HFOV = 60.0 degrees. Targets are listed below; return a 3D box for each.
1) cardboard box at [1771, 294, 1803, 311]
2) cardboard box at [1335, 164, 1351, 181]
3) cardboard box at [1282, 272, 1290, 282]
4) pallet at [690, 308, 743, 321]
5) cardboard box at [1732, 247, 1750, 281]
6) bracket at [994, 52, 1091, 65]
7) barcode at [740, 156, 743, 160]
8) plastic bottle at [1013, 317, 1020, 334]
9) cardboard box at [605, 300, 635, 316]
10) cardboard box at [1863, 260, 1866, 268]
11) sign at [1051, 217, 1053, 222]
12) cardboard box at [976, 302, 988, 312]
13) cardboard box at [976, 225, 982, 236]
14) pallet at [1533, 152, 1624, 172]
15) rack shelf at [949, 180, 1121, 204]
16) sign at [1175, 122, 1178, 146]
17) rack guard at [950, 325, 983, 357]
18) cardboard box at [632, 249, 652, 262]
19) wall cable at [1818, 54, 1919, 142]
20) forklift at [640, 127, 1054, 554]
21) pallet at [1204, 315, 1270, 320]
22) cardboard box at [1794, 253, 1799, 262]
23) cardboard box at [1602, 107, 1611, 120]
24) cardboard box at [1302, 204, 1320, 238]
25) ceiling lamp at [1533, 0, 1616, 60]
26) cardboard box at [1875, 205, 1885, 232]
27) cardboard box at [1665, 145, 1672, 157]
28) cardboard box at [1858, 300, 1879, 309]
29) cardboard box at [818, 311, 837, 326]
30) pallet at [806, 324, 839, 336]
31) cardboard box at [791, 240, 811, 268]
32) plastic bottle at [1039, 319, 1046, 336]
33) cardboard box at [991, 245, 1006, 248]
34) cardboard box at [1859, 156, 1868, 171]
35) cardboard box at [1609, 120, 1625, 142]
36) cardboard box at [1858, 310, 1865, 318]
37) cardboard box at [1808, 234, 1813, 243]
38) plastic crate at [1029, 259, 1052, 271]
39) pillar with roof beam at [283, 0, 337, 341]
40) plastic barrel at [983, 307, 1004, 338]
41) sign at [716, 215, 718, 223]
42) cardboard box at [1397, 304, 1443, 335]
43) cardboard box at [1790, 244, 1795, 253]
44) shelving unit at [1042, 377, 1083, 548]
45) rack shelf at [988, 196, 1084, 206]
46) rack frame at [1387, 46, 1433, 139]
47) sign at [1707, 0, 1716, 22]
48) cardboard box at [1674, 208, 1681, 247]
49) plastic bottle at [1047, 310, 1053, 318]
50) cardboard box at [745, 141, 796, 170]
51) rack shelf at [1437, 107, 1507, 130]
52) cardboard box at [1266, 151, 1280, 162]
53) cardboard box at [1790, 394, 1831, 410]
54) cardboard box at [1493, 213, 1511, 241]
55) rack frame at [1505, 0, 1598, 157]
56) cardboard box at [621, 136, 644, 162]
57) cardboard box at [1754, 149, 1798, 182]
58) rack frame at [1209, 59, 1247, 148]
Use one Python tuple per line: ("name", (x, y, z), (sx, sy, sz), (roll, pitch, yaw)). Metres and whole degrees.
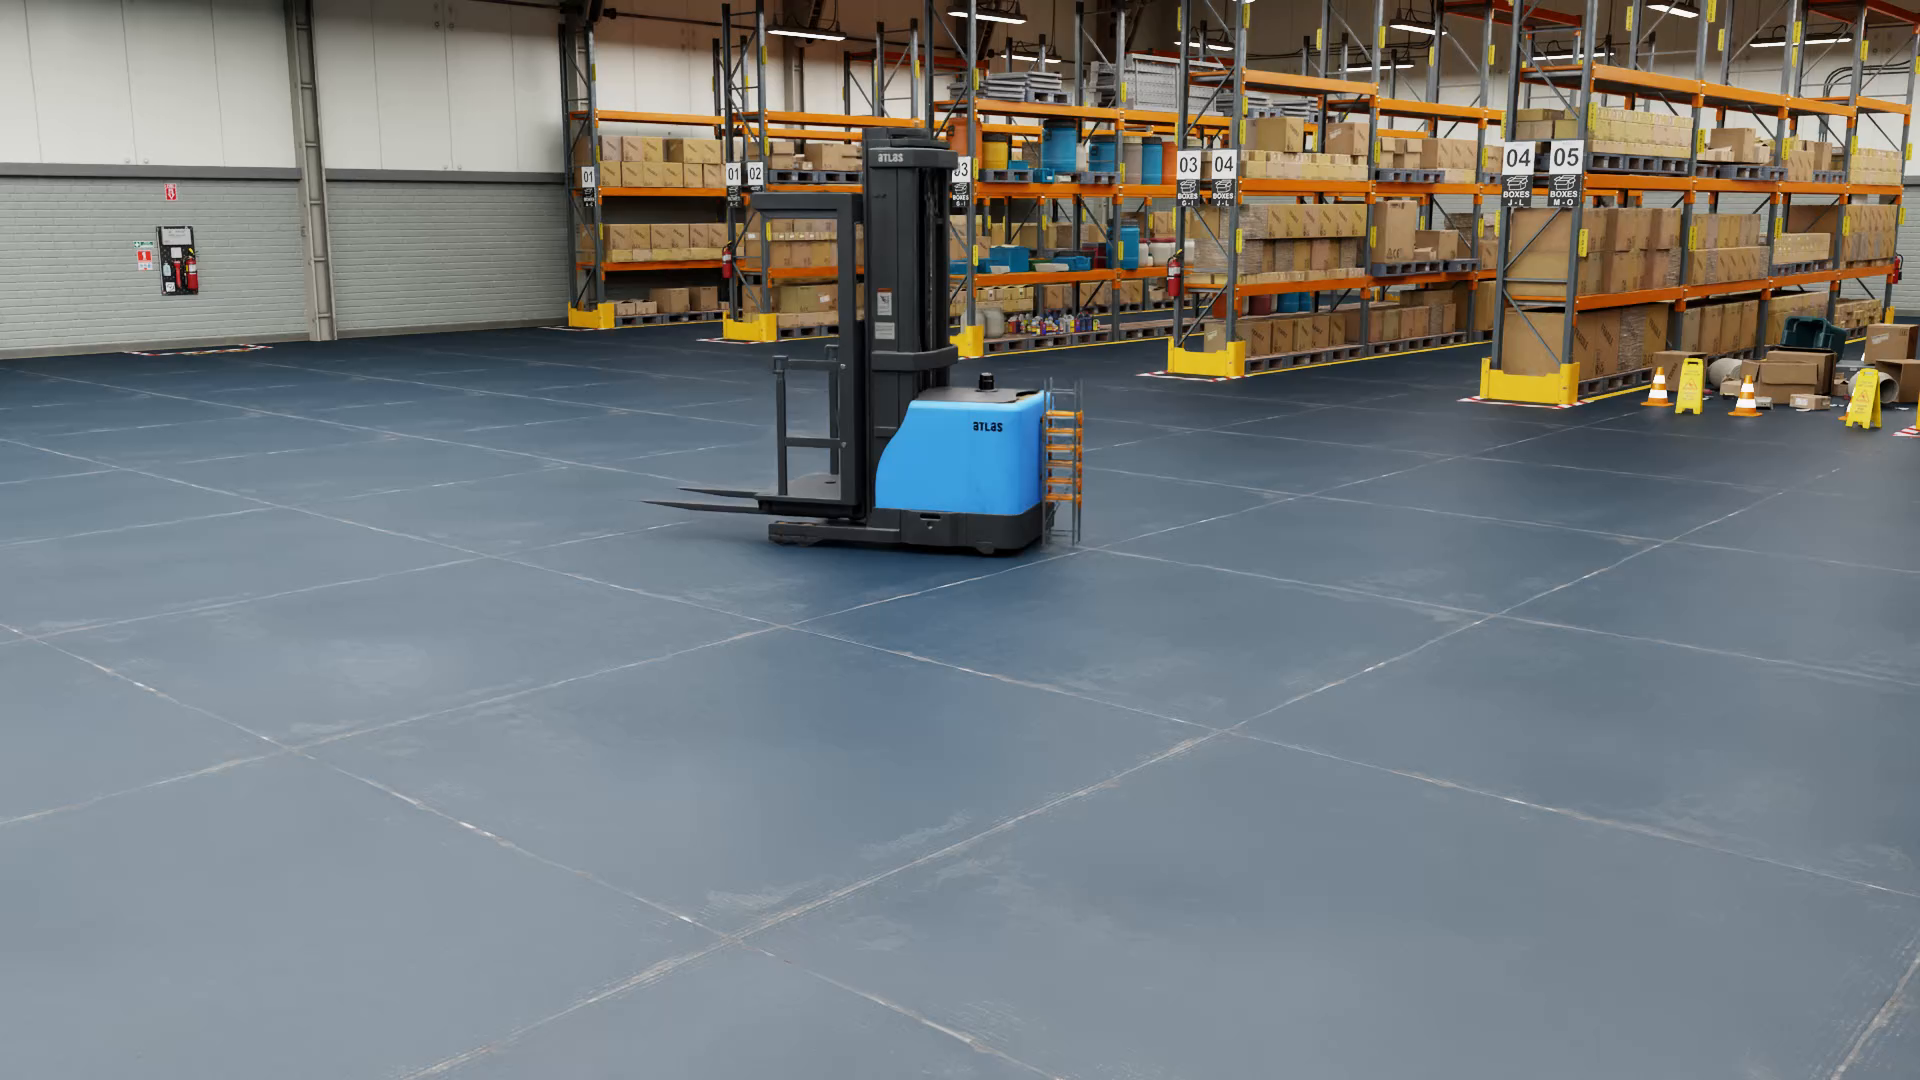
("cardboard box", (13.810, -3.992, 27.934), (0.500, 0.250, 0.500), (10, 15, 41))
("cardboard box", (5.745, -5.717, 25.900), (0.500, 0.250, 0.500), (10, 15, 42))
("cardboard box", (4.750, -3.980, 25.121), (0.380, 0.149, 0.250), (10, 15, 40))
("pallet", (-5.377, -4.946, 36.437), (1.003, 0.211, 1.213), (10, 15, 40))
("cardboard box", (11.746, -4.229, 25.473), (0.500, 0.500, 0.500), (9, 15, 39))
("bracket", (2.375, -12.910, 44.683), (0.076, 0.066, 4.783), (10, 15, 40))
("barcode", (-4.040, -7.051, 30.714), (0.001, 0.075, 0.075), (10, 15, 40))
("plastic bottle", (0.992, -3.778, 29.280), (0.061, 0.283, 0.133), (10, 15, 40))
("cardboard box", (-7.076, -4.816, 34.406), (0.500, 0.311, 0.500), (8, 14, 34))
("cardboard box", (16.701, -5.178, 31.120), (0.380, 0.149, 0.250), (10, 15, 41))
("sign", (2.549, -8.719, 45.792), (0.100, 0.325, 0.005), (10, 15, 40))
("cardboard box", (0.231, -4.888, 34.975), (0.500, 0.250, 0.500), (10, 15, 41))
("cardboard box", (0.206, -7.698, 42.030), (0.500, 0.500, 0.500), (9, 15, 39))
("pallet", (7.703, -4.789, 21.098), (1.003, 0.211, 1.213), (10, 15, 40))
("rack shelf", (1.162, -5.960, 28.571), (1.077, 0.370, 4.000), (10, 15, 40))
("sign", (3.158, -5.887, 24.109), (0.100, 0.325, 0.005), (10, 15, 40))
("rack guard", (-0.144, -3.339, 27.653), (1.175, 0.500, 0.348), (10, 15, 40))
("cardboard box", (-6.708, -5.874, 34.293), (0.500, 0.250, 0.500), (9, 15, 39))
("wall cable", (20.446, -11.167, 36.933), (2.277, 5.999, 0.120), (10, 15, 40))
("forklift", (-0.873, -1.485, 12.163), (3.031, 2.935, 1.130), (4, 12, 17))
("pallet", (5.612, -4.479, 34.095), (1.003, 0.211, 1.213), (10, 15, 40))
("cardboard box", (13.823, -4.746, 27.883), (0.380, 0.149, 0.250), (10, 15, 41))
("cardboard box", (7.847, -5.290, 20.656), (0.380, 0.149, 0.250), (10, 15, 41))
("cardboard box", (5.120, -4.859, 25.312), (0.500, 0.500, 0.500), (10, 15, 40))
("ceiling lamp", (14.067, -12.775, 38.295), (2.000, 3.185, 0.800), (10, 15, 40))
("cardboard box", (16.997, -6.039, 31.219), (0.500, 0.500, 0.500), (11, 16, 43))
("cardboard box", (9.357, -5.234, 22.416), (0.380, 0.149, 0.250), (10, 15, 41))
("cardboard box", (17.339, -4.510, 31.821), (0.380, 0.149, 0.250), (9, 15, 39))
("cardboard box", (-2.698, -4.244, 31.749), (0.500, 0.250, 0.500), (10, 15, 40))
("pallet", (-2.598, -4.118, 32.289), (1.003, 0.211, 1.213), (10, 15, 40))
("cardboard box", (-3.216, -5.383, 31.246), (0.700, 0.500, 0.500), (10, 15, 42))
("plastic bottle", (1.436, -3.689, 28.833), (0.061, 0.283, 0.133), (10, 15, 41))
("cardboard box", (0.668, -6.215, 35.899), (0.500, 0.311, 0.500), (10, 15, 40))
("cardboard box", (15.973, -6.772, 29.905), (0.500, 0.250, 0.500), (10, 15, 40))
("cardboard box", (8.067, -5.162, 21.035), (0.500, 0.250, 0.500), (10, 15, 40))
("cardboard box", (16.792, -4.255, 31.301), (0.380, 0.149, 0.250), (11, 16, 43))
("cardboard box", (14.337, -5.155, 28.413), (0.380, 0.149, 0.250), (9, 14, 39))
("plastic crate", (1.374, -4.869, 29.471), (0.450, 0.188, 0.662), (10, 15, 40))
("pillar with roof beam", (-8.515, -7.546, 27.016), (9.100, 9.000, 0.548), (10, 15, 40))
("plastic barrel", (0.550, -3.714, 28.427), (0.421, 0.512, 0.421), (0, 11, 0))
("sign", (-5.379, -7.056, 36.924), (0.100, 0.325, 0.005), (10, 15, 40))
("cardboard box", (8.059, -3.890, 29.287), (0.700, 0.500, 0.500), (8, 14, 36))
("cardboard box", (13.655, -4.855, 27.672), (0.380, 0.149, 0.250), (10, 15, 40))
("shelving unit", (0.734, -0.554, 11.919), (0.258, 1.200, 0.189), (3, 12, 16))
("rack shelf", (1.641, -9.006, 43.824), (1.077, 0.370, 4.000), (10, 15, 40))
("rack frame", (10.403, -9.844, 38.520), (1.000, 3.000, 0.127), (10, 15, 40))
("sign", (10.262, -7.242, 22.705), (0.100, 0.325, 0.005), (10, 15, 40))
("cardboard box", (9.592, -4.393, 23.407), (0.875, 0.550, 0.550), (10, 15, 40))
("plastic bottle", (1.638, -3.988, 30.158), (0.144, 0.351, 0.185), (10, 15, 42))
("cardboard box", (-3.494, -7.069, 30.592), (0.637, 0.503, 0.797), (-11, 16, -44))
("rack shelf", (10.163, -7.771, 31.004), (1.077, 0.370, 4.000), (10, 15, 40))
("cardboard box", (4.469, -5.620, 24.399), (0.380, 0.149, 0.250), (11, 15, 43))
("cardboard box", (10.354, -1.682, 20.252), (0.250, 0.149, 0.380), (-4, 12, -18))
("cardboard box", (9.770, -5.826, 30.907), (0.797, 0.503, 0.637), (10, 15, 42))
("rack frame", (7.221, -6.193, 20.243), (1.000, 3.000, 0.127), (10, 15, 40))
("cardboard box", (-6.794, -7.941, 33.794), (0.500, 0.500, 0.500), (10, 15, 40))
("cardboard box", (13.079, -5.998, 26.668), (0.500, 0.500, 0.500), (10, 15, 40))
("rack frame", (6.685, -10.485, 41.729), (1.000, 3.000, 0.127), (10, 15, 40))
